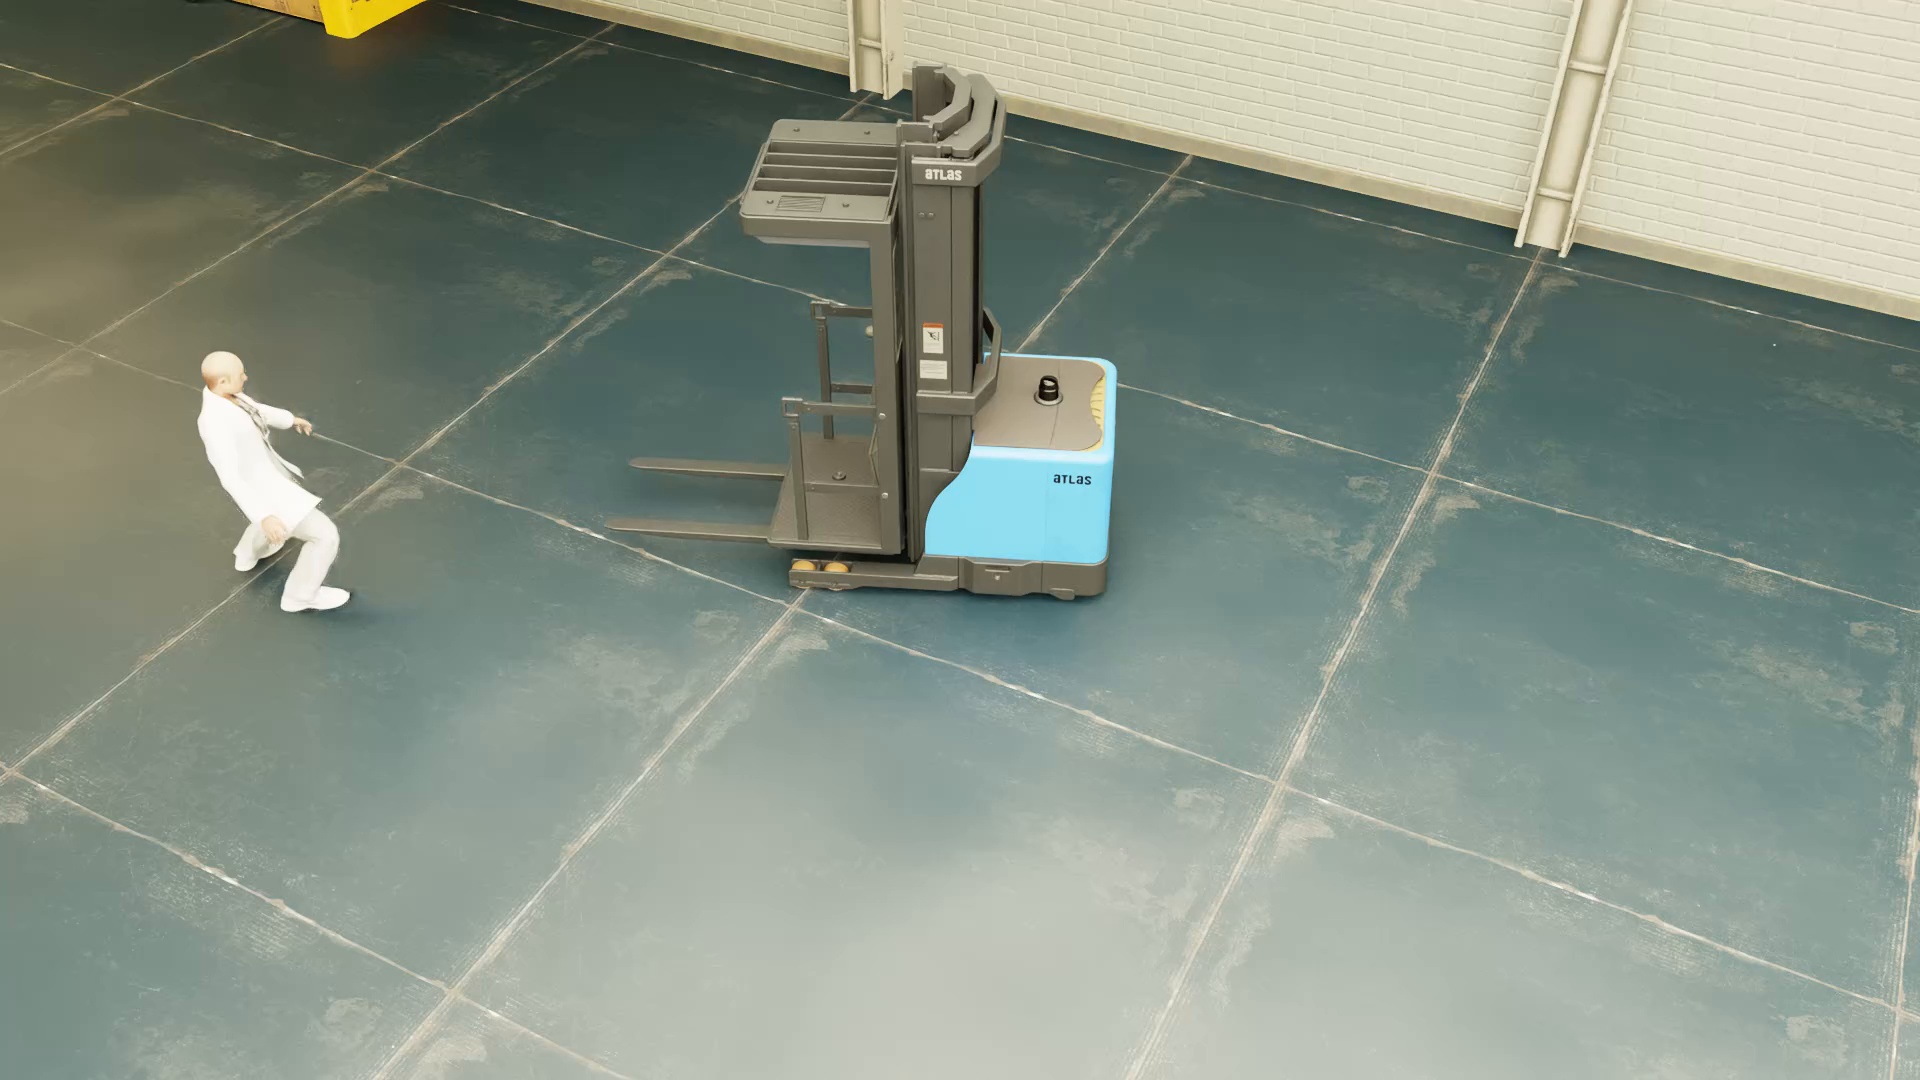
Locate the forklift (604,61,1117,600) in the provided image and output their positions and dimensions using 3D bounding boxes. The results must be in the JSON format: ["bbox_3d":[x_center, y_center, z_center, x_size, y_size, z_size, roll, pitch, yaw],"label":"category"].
[{"bbox_3d":[-0.606,-1.157,9.360,3.031,2.935,1.130,3,40,4],"label":"forklift"}]

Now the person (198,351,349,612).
[{"bbox_3d":[-3.960,-0.375,9.430,0.697,1.608,1.000,-11,41,-13],"label":"person"}]
